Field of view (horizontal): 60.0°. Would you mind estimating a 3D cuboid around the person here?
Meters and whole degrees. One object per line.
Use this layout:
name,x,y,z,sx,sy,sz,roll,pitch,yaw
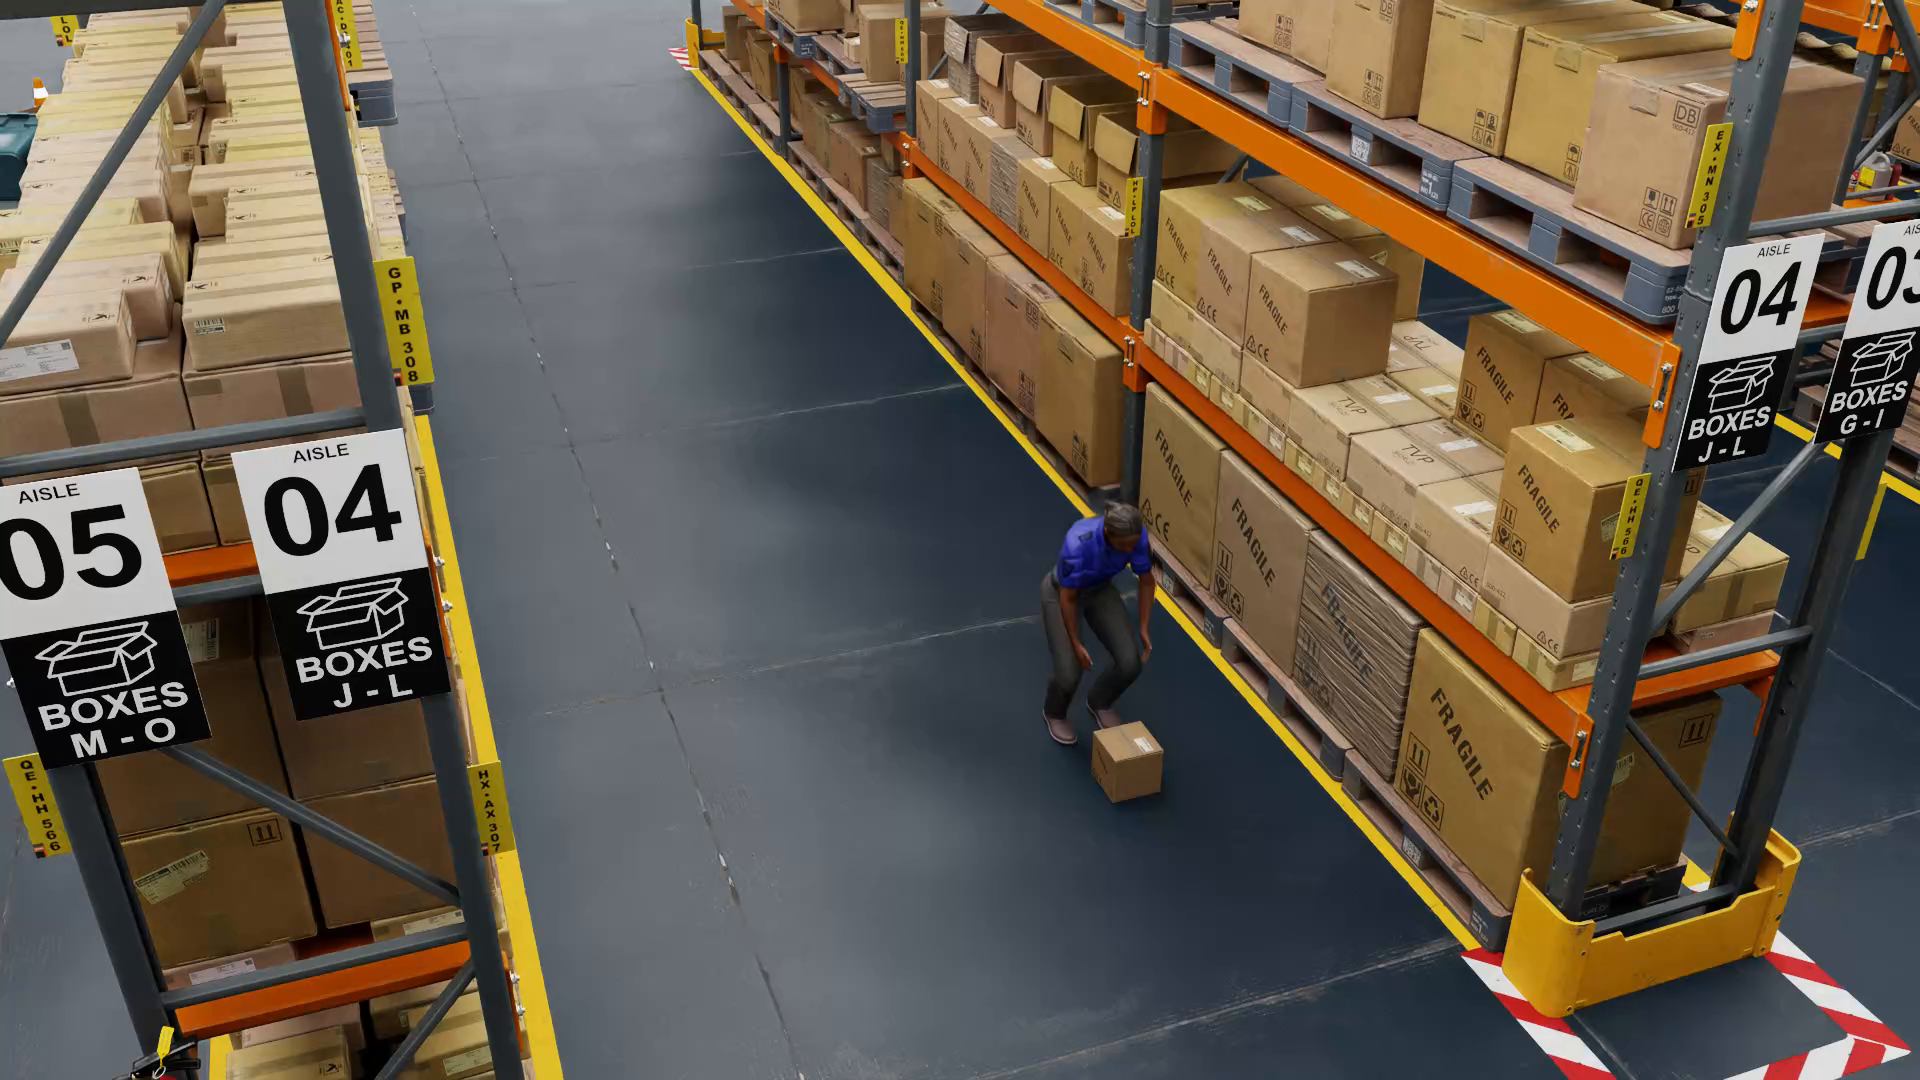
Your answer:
person,0.668,0.351,8.017,0.495,1.387,0.617,-10,32,-17
